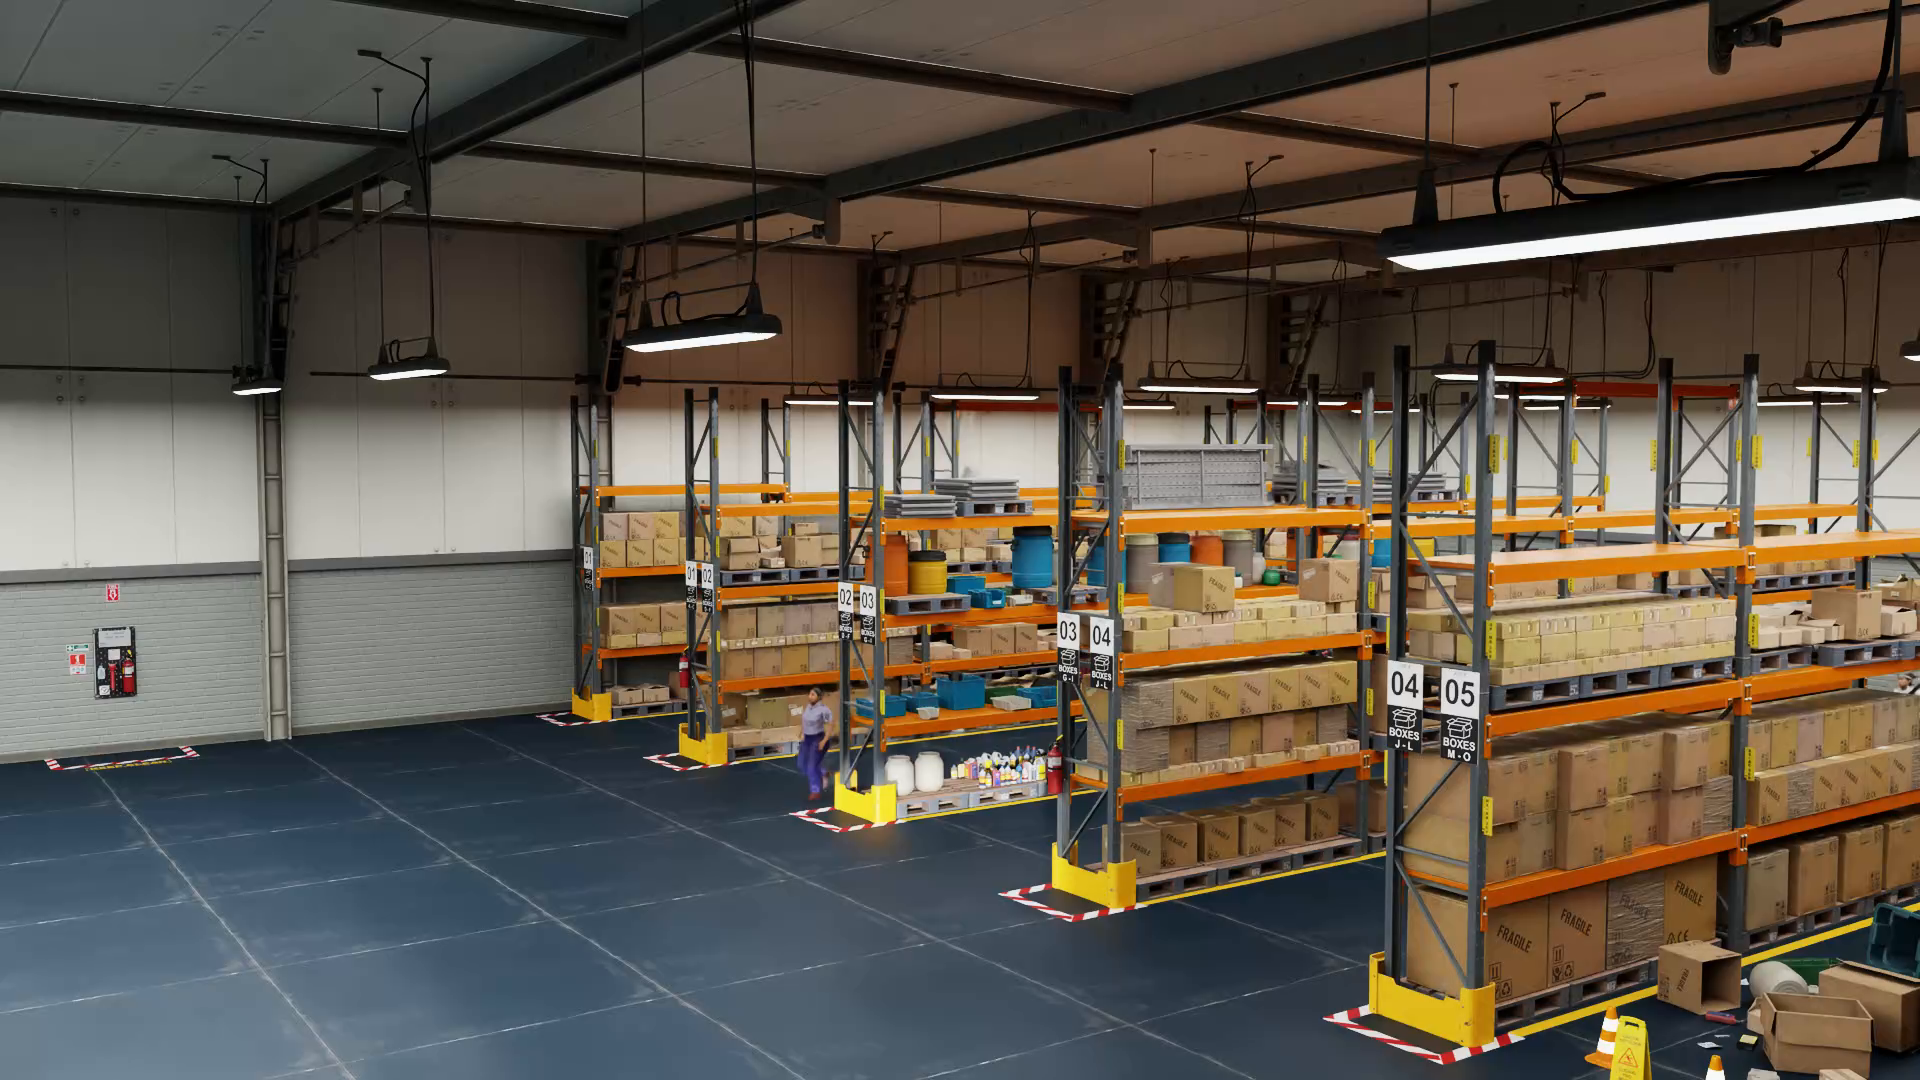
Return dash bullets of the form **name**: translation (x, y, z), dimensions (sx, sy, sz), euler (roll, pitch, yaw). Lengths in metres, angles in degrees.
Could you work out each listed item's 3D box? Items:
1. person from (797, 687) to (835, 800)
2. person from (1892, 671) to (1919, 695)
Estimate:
- **person**: translation (-2.071, 2.932, 24.027), dimensions (0.531, 1.626, 0.638), euler (-3, 5, -41)
- **person**: translation (14.638, 2.819, 25.700), dimensions (0.524, 1.624, 0.618), euler (-3, 5, -42)
